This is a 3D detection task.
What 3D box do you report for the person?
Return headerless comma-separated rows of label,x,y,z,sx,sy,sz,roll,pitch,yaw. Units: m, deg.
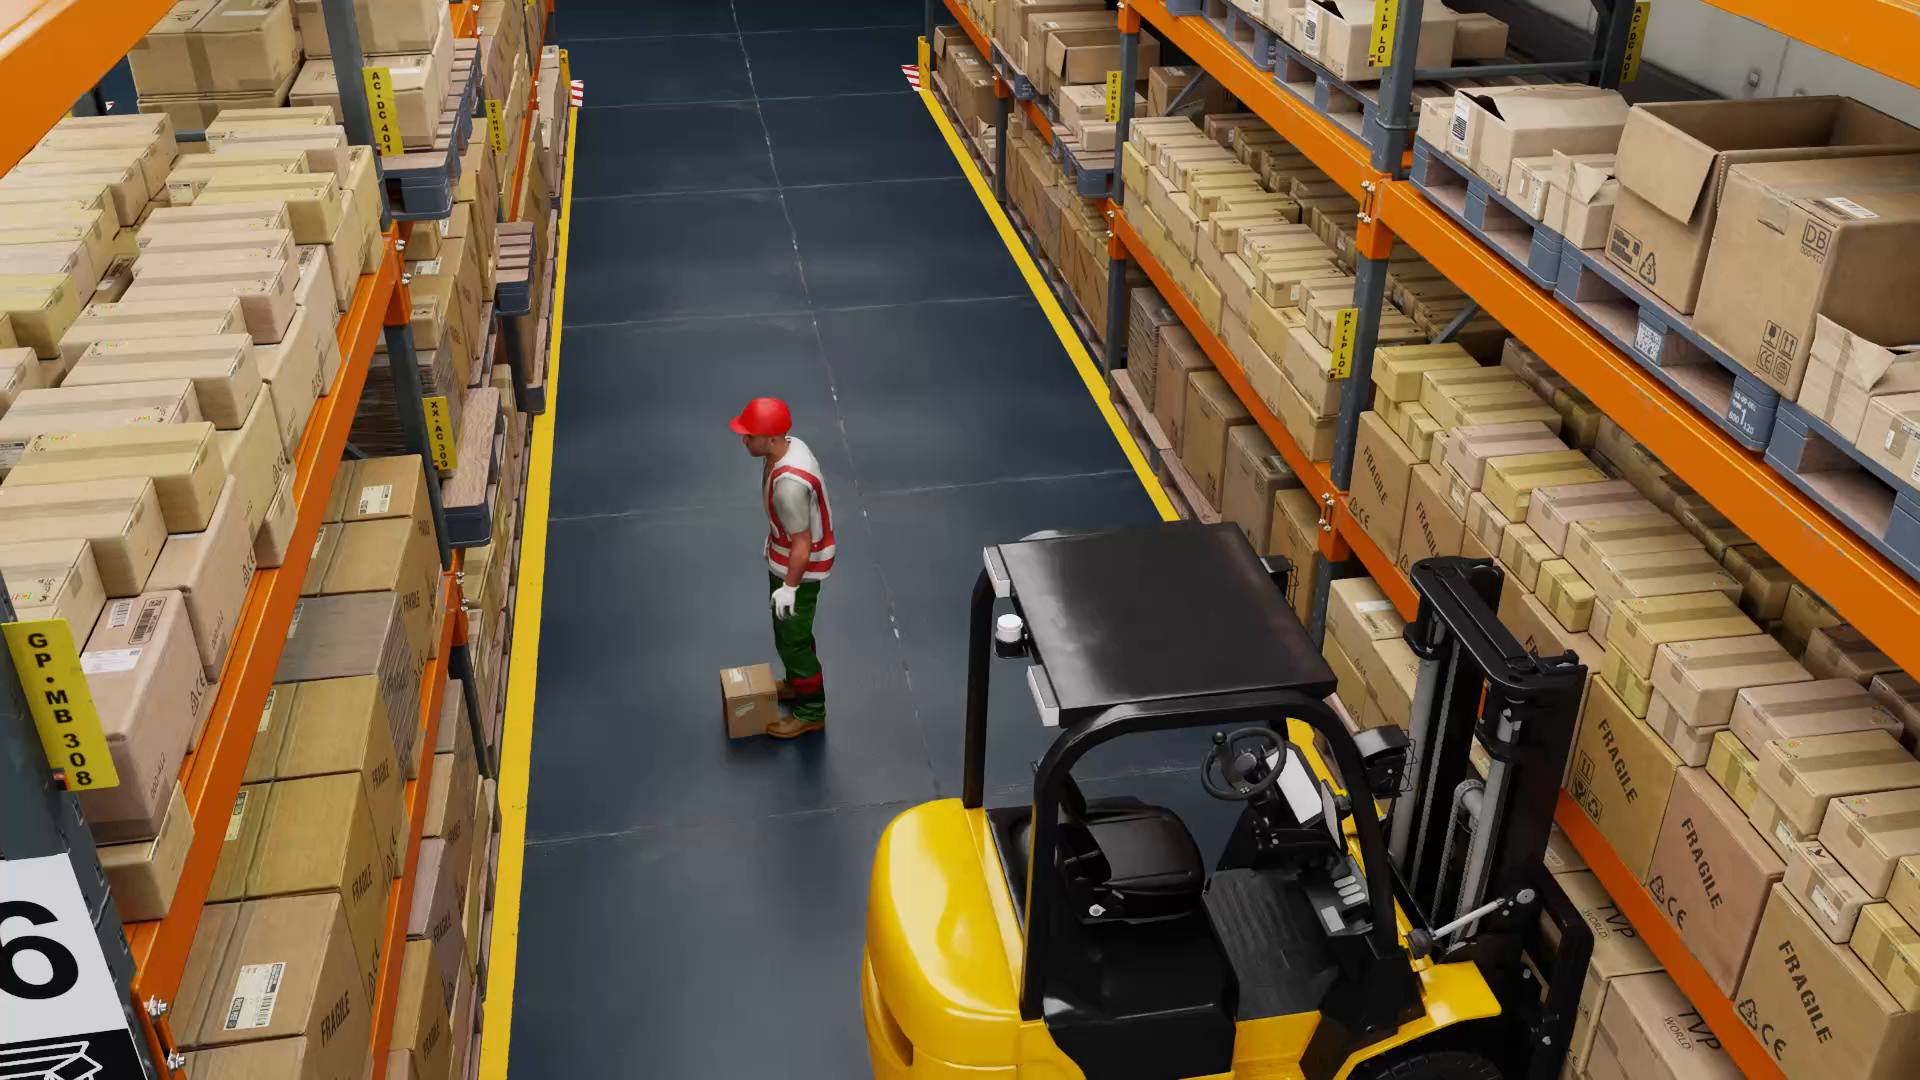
person,-0.822,0.119,7.921,0.448,1.780,0.609,-5,31,-9
